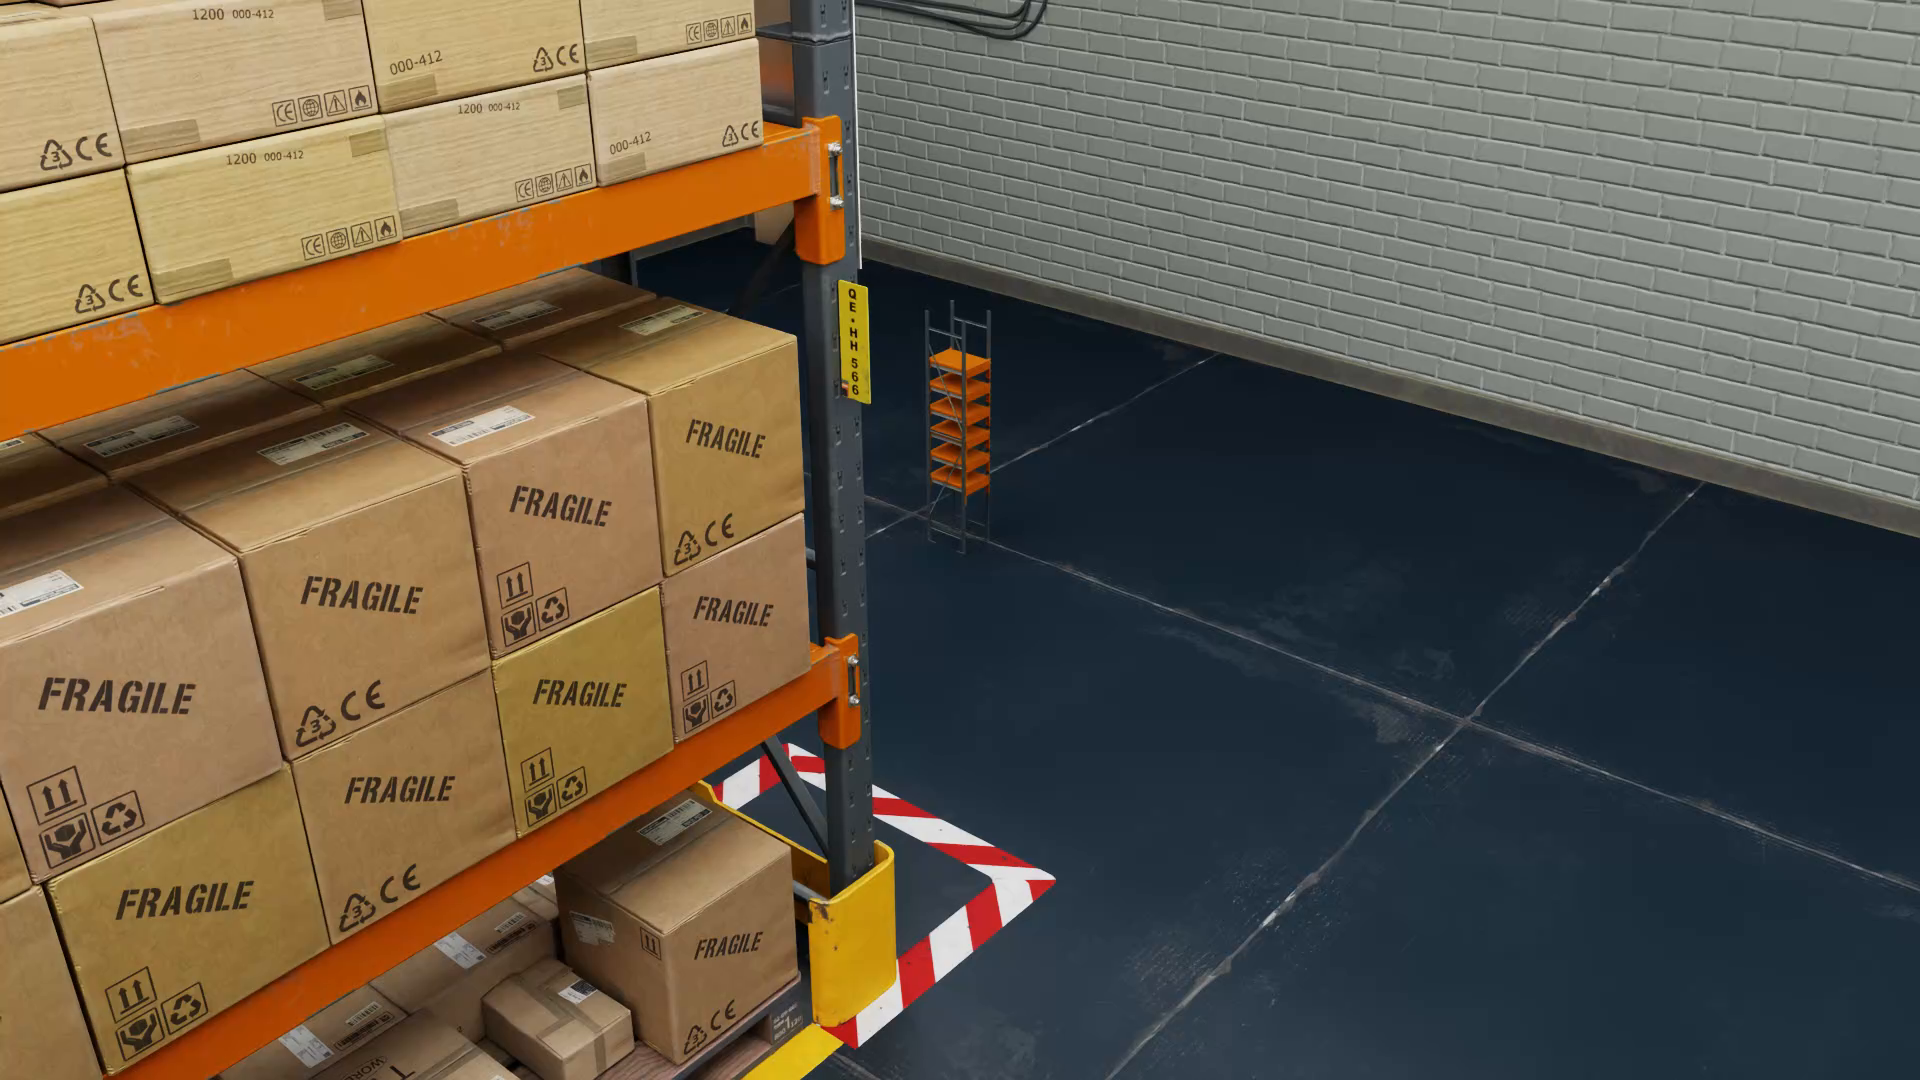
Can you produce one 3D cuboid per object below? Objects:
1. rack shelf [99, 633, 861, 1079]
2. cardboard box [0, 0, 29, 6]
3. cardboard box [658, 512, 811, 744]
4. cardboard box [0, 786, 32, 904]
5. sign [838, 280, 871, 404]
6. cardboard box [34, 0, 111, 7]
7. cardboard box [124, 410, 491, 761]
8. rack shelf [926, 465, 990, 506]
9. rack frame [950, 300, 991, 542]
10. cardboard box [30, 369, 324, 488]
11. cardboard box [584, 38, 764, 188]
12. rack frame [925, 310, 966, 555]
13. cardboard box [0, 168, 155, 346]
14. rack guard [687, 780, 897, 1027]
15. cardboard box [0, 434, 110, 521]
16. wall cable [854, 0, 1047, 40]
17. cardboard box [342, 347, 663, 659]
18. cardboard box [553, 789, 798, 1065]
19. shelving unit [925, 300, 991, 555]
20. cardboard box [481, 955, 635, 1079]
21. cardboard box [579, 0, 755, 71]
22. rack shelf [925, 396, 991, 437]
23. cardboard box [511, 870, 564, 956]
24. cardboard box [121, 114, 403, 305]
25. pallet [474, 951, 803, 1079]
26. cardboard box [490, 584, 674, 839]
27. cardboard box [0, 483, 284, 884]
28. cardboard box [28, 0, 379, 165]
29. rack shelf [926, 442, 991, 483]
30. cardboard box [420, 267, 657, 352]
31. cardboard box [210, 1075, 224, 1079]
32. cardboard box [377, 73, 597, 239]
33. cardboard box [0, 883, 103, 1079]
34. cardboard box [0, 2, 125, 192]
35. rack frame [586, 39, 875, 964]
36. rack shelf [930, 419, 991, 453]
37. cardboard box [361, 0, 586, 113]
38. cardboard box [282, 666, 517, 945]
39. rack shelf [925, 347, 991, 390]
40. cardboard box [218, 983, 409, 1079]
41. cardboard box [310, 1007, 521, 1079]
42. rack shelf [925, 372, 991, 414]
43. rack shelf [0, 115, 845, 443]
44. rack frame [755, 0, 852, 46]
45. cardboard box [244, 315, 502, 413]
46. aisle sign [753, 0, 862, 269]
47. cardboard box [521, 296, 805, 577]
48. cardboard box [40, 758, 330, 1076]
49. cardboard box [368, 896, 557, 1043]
[{"bbox_3d":[-1.966,0.994,3.848,1.077,0.370,4.000,21,34,34],"label":"rack shelf"},{"bbox_3d":[-2.017,-1.158,2.762,0.700,0.500,0.500,21,34,34],"label":"cardboard box"},{"bbox_3d":[-0.768,0.159,4.569,0.500,0.500,0.500,22,35,36],"label":"cardboard box"},{"bbox_3d":[-2.066,0.445,2.929,0.500,0.500,0.500,20,33,33],"label":"cardboard box"},{"bbox_3d":[-0.278,-0.520,4.387,0.100,0.325,0.005,21,34,34],"label":"sign"},{"bbox_3d":[-1.626,-1.308,3.052,0.700,0.500,0.500,21,34,34],"label":"cardboard box"},{"bbox_3d":[-1.411,0.079,3.635,0.500,0.500,0.500,22,34,36],"label":"cardboard box"},{"bbox_3d":[-0.009,-0.275,8.095,0.258,0.103,0.180,21,34,34],"label":"rack shelf"},{"bbox_3d":[0.049,-0.560,8.027,0.240,1.200,0.006,21,34,34],"label":"rack frame"},{"bbox_3d":[-1.828,-0.080,3.943,0.500,0.500,0.500,21,34,35],"label":"cardboard box"},{"bbox_3d":[-0.817,-1.041,3.897,0.500,0.250,0.500,21,34,34],"label":"cardboard box"},{"bbox_3d":[-0.067,-0.495,7.902,0.240,1.200,0.006,21,34,34],"label":"rack frame"},{"bbox_3d":[-1.782,-0.514,2.877,0.500,0.250,0.500,21,34,34],"label":"cardboard box"},{"bbox_3d":[-0.742,1.102,5.575,1.175,0.500,0.348,21,34,34],"label":"rack guard"},{"bbox_3d":[-2.150,0.101,3.594,0.500,0.500,0.500,20,34,34],"label":"cardboard box"},{"bbox_3d":[-0.645,-4.668,10.859,3.097,2.526,0.112,21,34,34],"label":"wall cable"},{"bbox_3d":[-1.085,-0.106,3.993,0.500,0.500,0.500,22,34,36],"label":"cardboard box"},{"bbox_3d":[-0.849,1.145,5.015,0.500,0.500,0.500,21,34,34],"label":"cardboard box"},{"bbox_3d":[-0.009,-0.528,7.964,0.258,1.200,0.189,21,34,34],"label":"shelving unit"},{"bbox_3d":[-1.176,1.410,4.865,0.380,0.166,0.250,21,34,34],"label":"cardboard box"},{"bbox_3d":[-0.824,-1.266,3.787,0.500,0.250,0.500,21,34,34],"label":"cardboard box"},{"bbox_3d":[-0.009,-0.595,7.930,0.258,0.103,0.180,21,34,34],"label":"rack shelf"},{"bbox_3d":[-1.384,1.165,5.339,0.380,0.166,0.250,21,34,34],"label":"cardboard box"},{"bbox_3d":[-1.451,-0.686,3.211,0.500,0.250,0.500,21,34,34],"label":"cardboard box"},{"bbox_3d":[-1.248,1.514,5.095,1.003,0.211,1.213,21,34,34],"label":"pallet"},{"bbox_3d":[-1.096,0.344,4.212,0.500,0.500,0.500,21,34,35],"label":"cardboard box"},{"bbox_3d":[-1.738,0.261,3.283,0.500,0.500,0.500,22,35,36],"label":"cardboard box"},{"bbox_3d":[-1.462,-0.913,3.104,0.500,0.250,0.500,21,34,34],"label":"cardboard box"},{"bbox_3d":[-0.009,-0.382,8.040,0.258,0.103,0.180,21,34,34],"label":"rack shelf"},{"bbox_3d":[-1.179,-0.443,4.645,0.500,0.500,0.500,22,35,36],"label":"cardboard box"},{"bbox_3d":[-2.047,1.629,4.075,0.797,0.503,0.637,21,34,34],"label":"cardboard box"},{"bbox_3d":[-1.143,-0.867,3.561,0.500,0.250,0.500,21,34,34],"label":"cardboard box"},{"bbox_3d":[-2.060,0.879,3.178,0.500,0.500,0.500,21,34,34],"label":"cardboard box"},{"bbox_3d":[-1.775,-0.733,2.758,0.500,0.250,0.500,21,34,34],"label":"cardboard box"},{"bbox_3d":[-0.694,-0.035,5.053,1.000,3.000,0.127,21,34,34],"label":"rack frame"},{"bbox_3d":[-0.009,-0.488,7.985,0.258,0.103,0.180,21,34,34],"label":"rack shelf"},{"bbox_3d":[-1.141,-1.089,3.445,0.500,0.250,0.500,21,34,34],"label":"cardboard box"},{"bbox_3d":[-1.417,0.519,3.873,0.500,0.500,0.500,21,34,35],"label":"cardboard box"},{"bbox_3d":[-0.009,-0.808,7.819,0.258,0.103,0.180,21,34,34],"label":"rack shelf"},{"bbox_3d":[-1.894,1.455,4.686,0.500,0.250,0.500,21,34,34],"label":"cardboard box"},{"bbox_3d":[-1.477,1.584,4.438,0.500,0.250,0.500,21,34,34],"label":"cardboard box"},{"bbox_3d":[-0.009,-0.701,7.875,0.258,0.103,0.180,21,34,34],"label":"rack shelf"},{"bbox_3d":[-1.966,-0.339,3.159,1.077,0.370,4.000,21,34,34],"label":"rack shelf"},{"bbox_3d":[-0.694,-2.700,3.675,1.000,3.000,0.127,21,34,34],"label":"rack frame"},{"bbox_3d":[-1.506,-0.256,4.283,0.500,0.500,0.500,21,34,35],"label":"cardboard box"},{"bbox_3d":[-0.414,-1.124,4.330,0.394,0.787,0.004,21,34,34],"label":"aisle sign"},{"bbox_3d":[-0.764,-0.285,4.340,0.500,0.500,0.500,20,34,34],"label":"cardboard box"},{"bbox_3d":[-1.738,0.698,3.528,0.500,0.500,0.500,20,34,34],"label":"cardboard box"},{"bbox_3d":[-1.576,1.278,5.029,0.500,0.250,0.500,21,34,34],"label":"cardboard box"}]
